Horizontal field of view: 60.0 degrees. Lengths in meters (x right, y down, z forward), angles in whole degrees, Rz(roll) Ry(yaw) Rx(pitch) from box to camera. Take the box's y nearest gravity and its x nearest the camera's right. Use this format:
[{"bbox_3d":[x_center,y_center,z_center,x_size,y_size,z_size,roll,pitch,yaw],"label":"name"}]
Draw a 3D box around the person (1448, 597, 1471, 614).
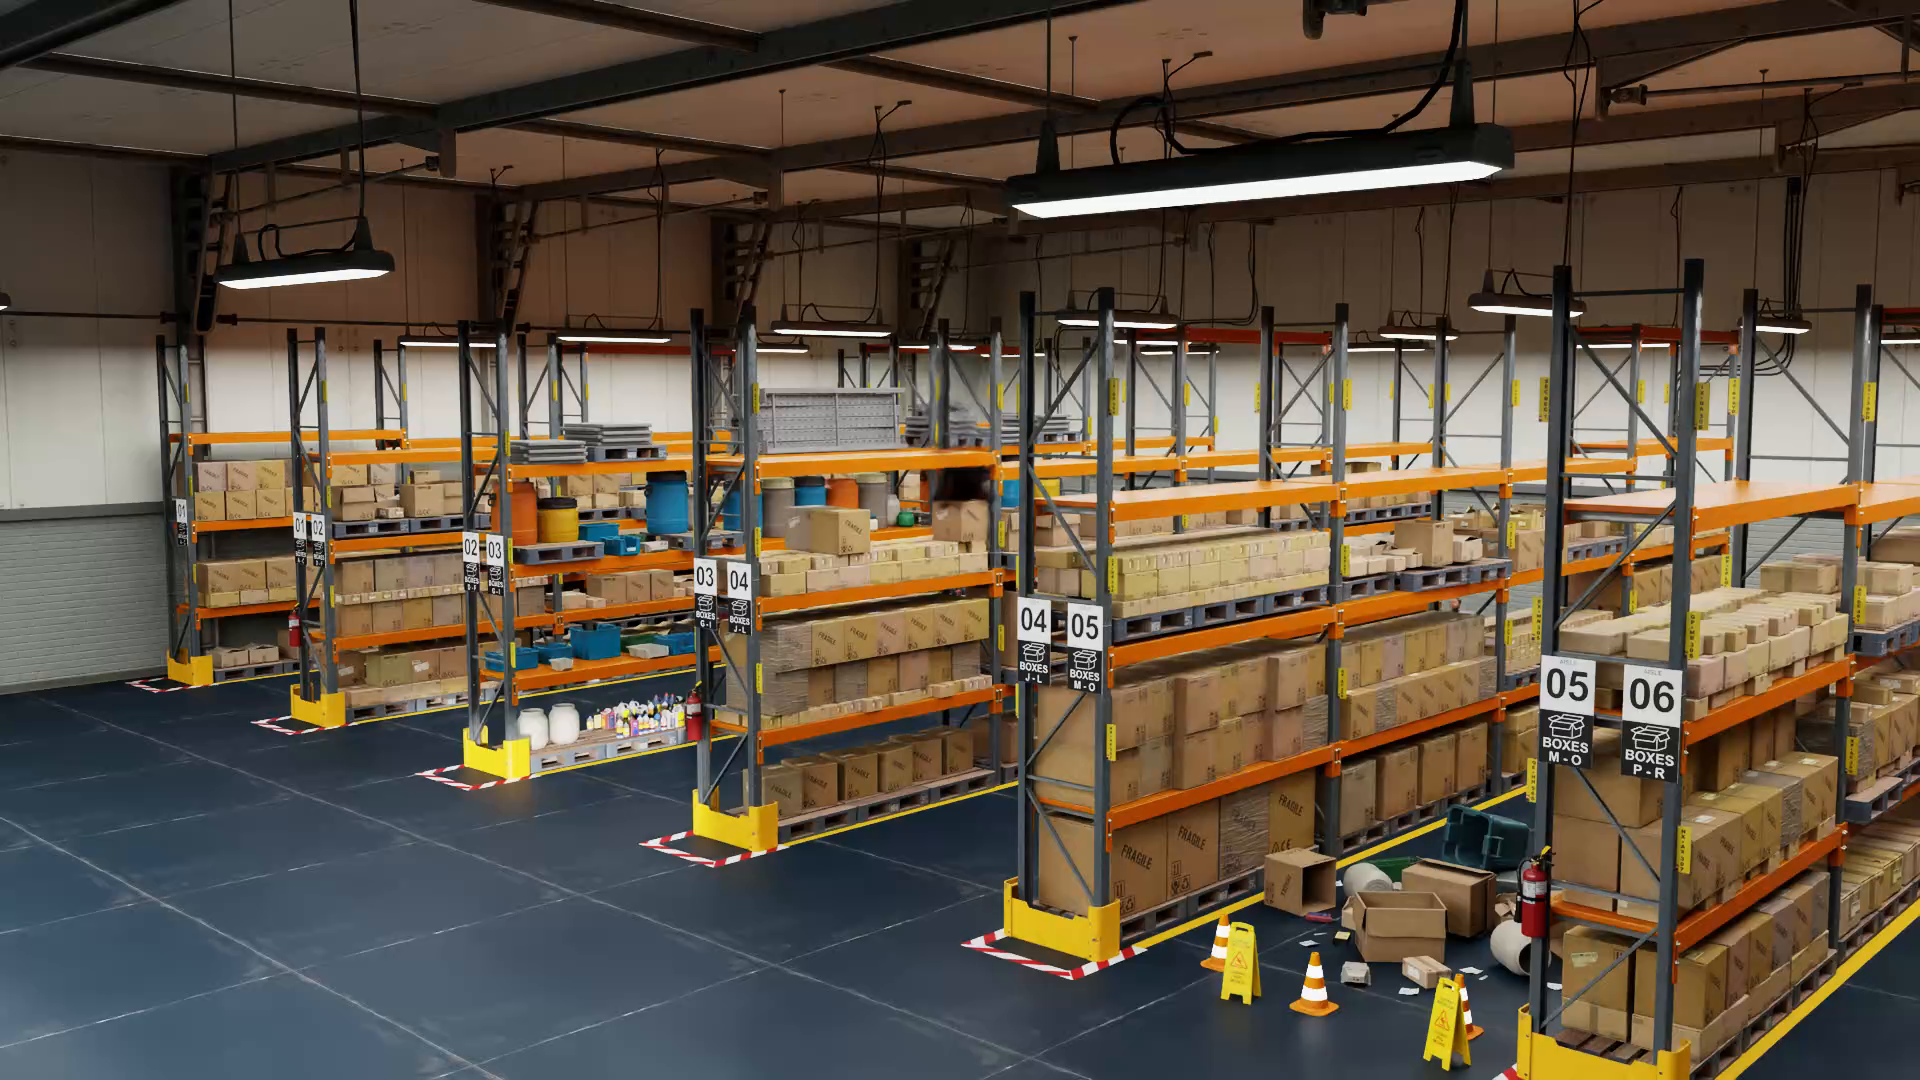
[{"bbox_3d":[8.260,1.776,27.764,0.590,1.667,0.588,4,7,39],"label":"person"}]
